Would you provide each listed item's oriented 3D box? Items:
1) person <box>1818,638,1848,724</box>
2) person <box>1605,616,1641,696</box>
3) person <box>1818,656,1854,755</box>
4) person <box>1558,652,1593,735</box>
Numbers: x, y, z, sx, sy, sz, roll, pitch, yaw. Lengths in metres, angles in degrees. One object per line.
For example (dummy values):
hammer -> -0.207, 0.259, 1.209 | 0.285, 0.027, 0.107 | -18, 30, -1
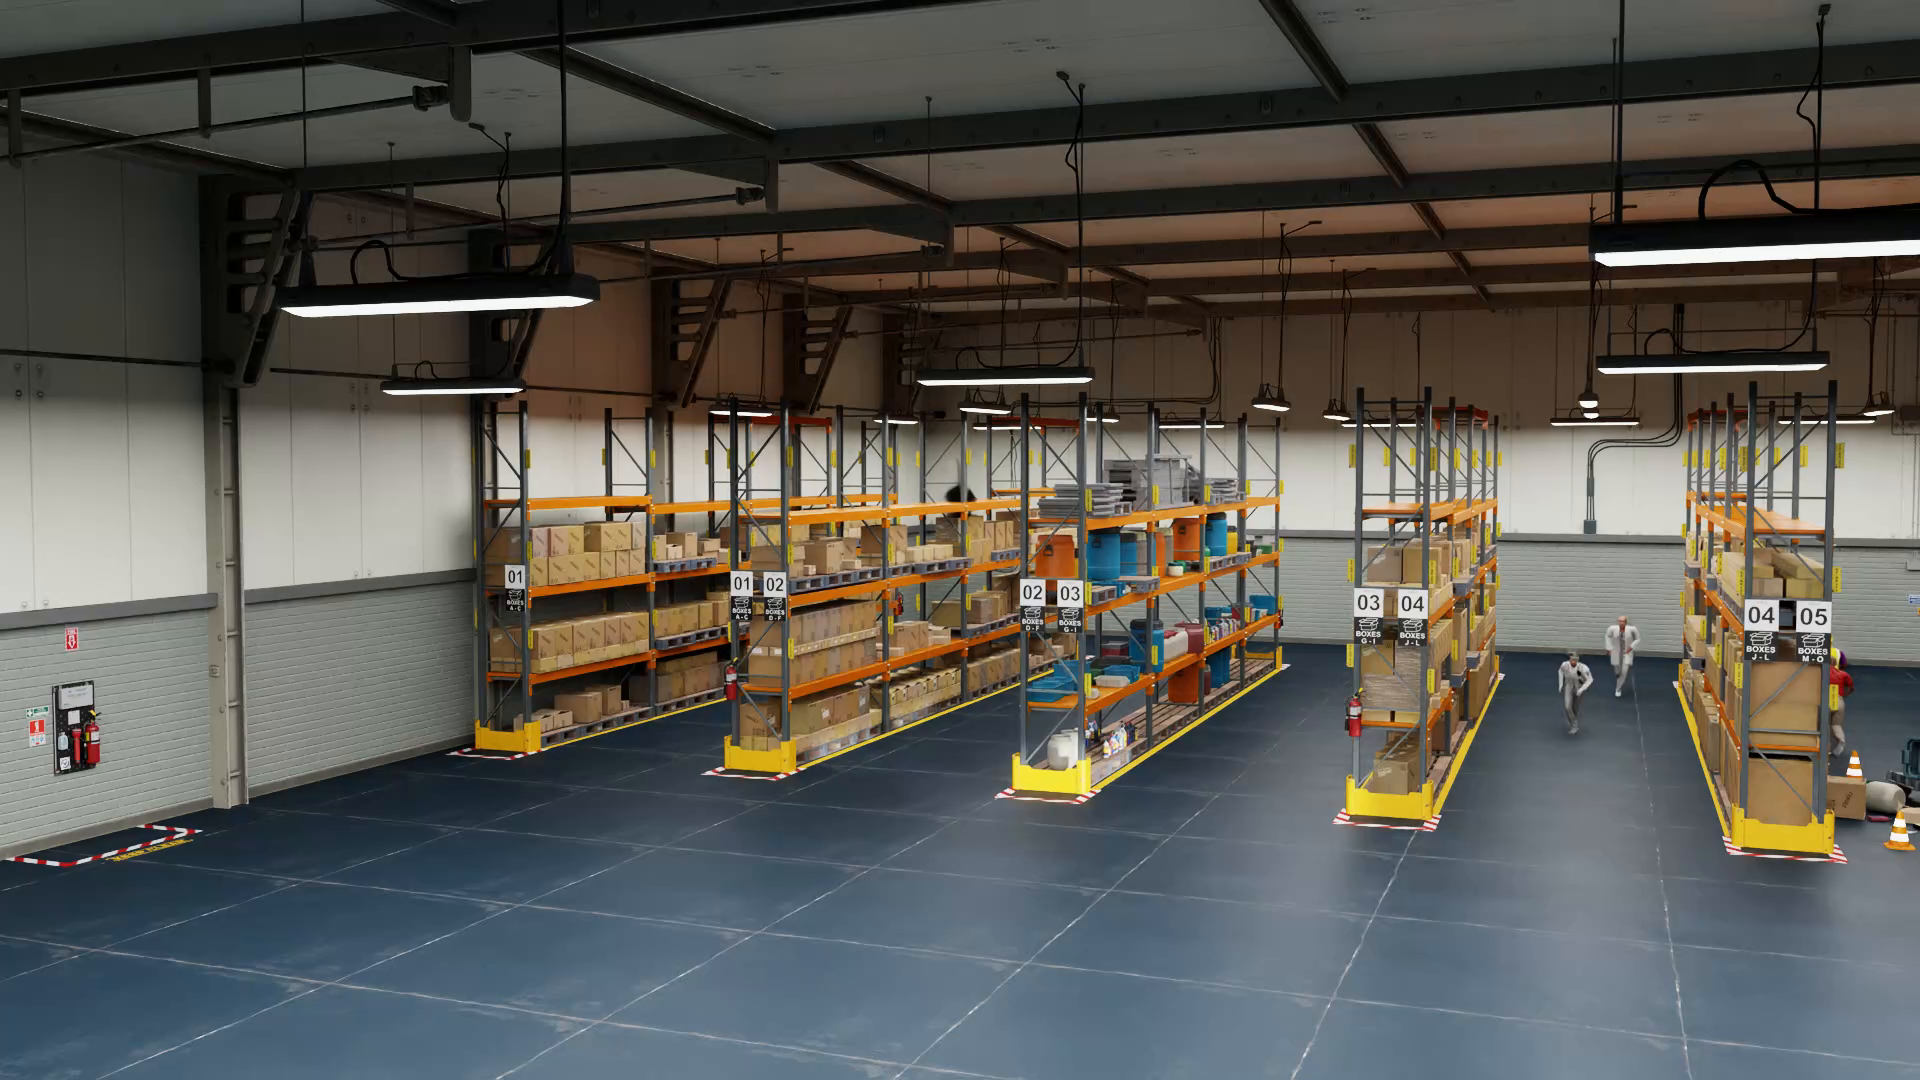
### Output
person -> 16.268, 2.634, 31.107 | 0.697, 1.719, 0.827 | 0, 3, 8
person -> 14.086, 2.450, 35.363 | 0.701, 1.721, 0.825 | 1, 3, 19
person -> 14.760, 2.811, 28.111 | 0.662, 1.673, 0.697 | 1, 3, 16
person -> 11.316, 2.774, 30.562 | 0.611, 1.522, 1.009 | 1, 3, 25
